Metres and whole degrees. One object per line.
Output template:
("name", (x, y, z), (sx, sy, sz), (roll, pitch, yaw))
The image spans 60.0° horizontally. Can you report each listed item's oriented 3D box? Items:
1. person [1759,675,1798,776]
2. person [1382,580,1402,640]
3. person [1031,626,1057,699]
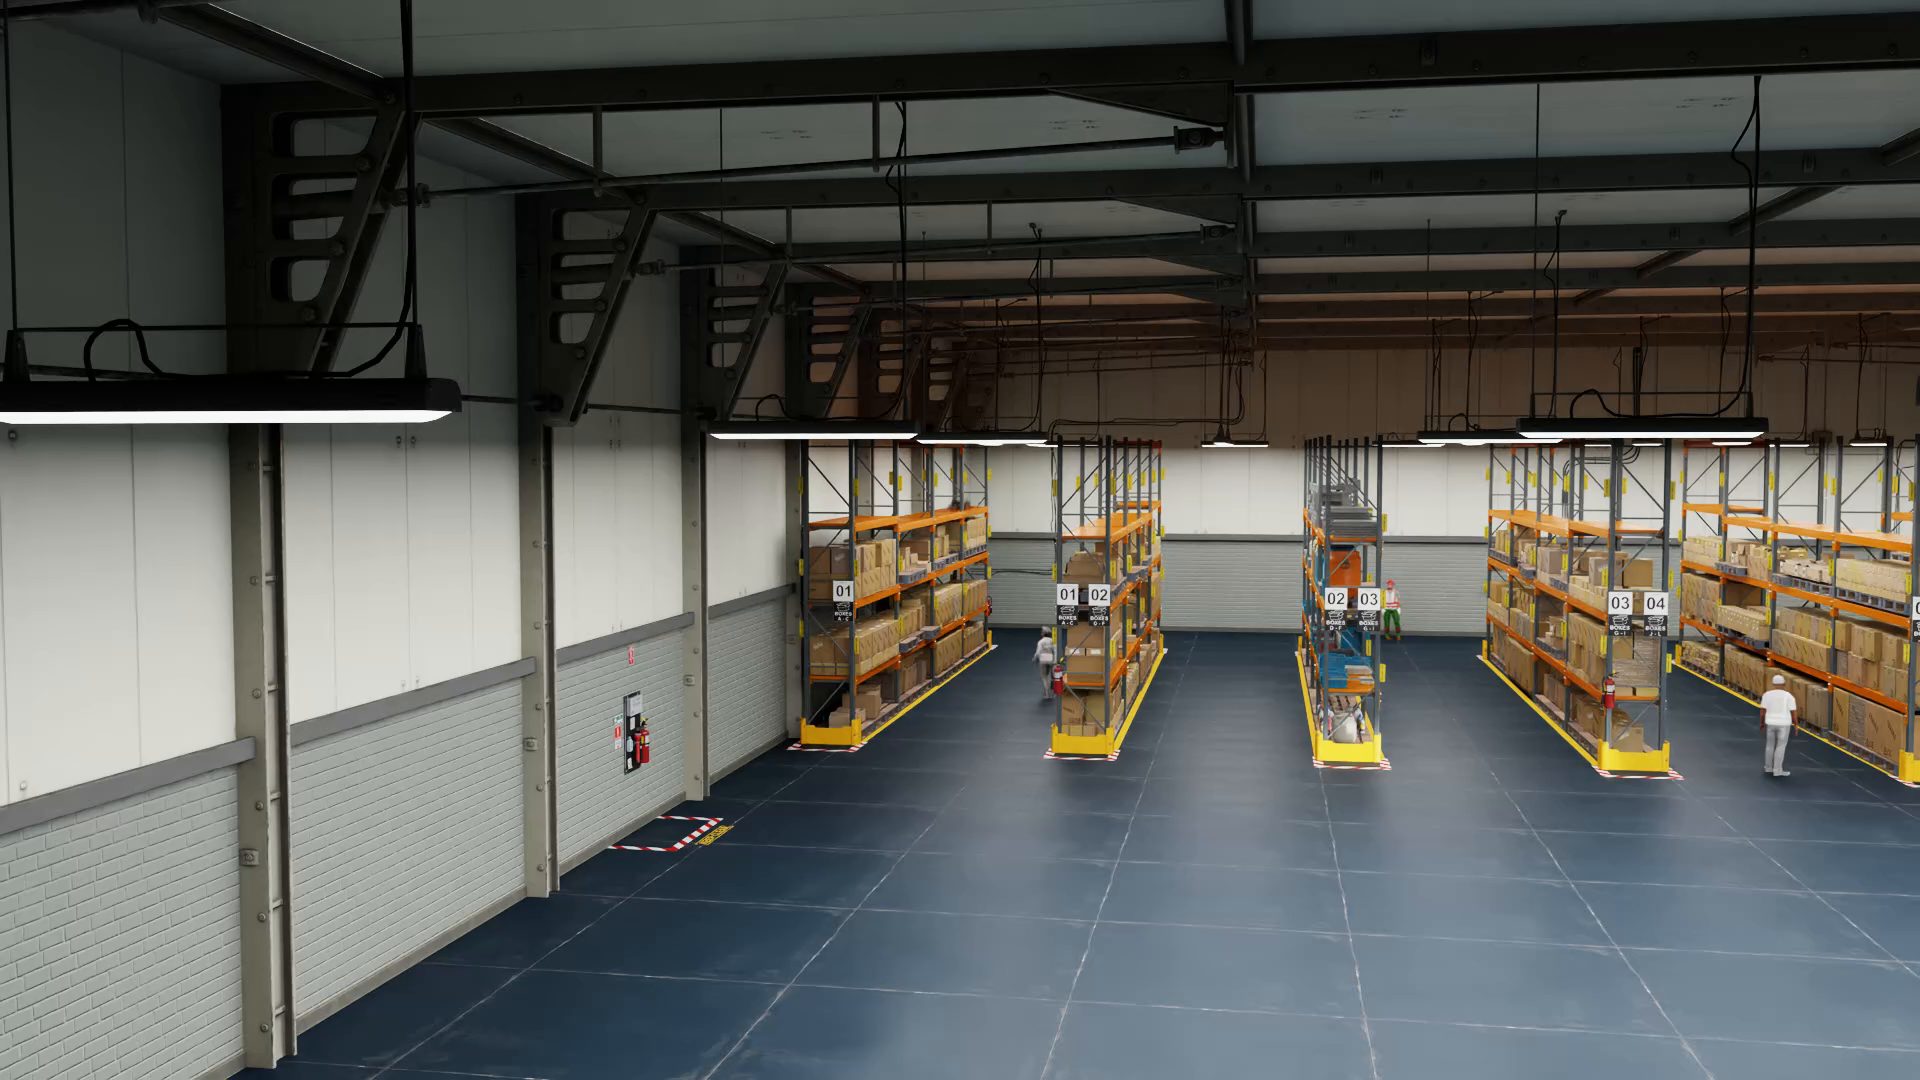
("person", (14.462, 3.261, 29.305), (0.512, 1.773, 0.623), (-3, 4, -42))
("person", (13.056, 2.113, 50.262), (0.589, 1.796, 0.424), (1, 3, 14))
("person", (1.971, 2.851, 38.353), (0.570, 1.735, 0.551), (-1, 3, -24))
